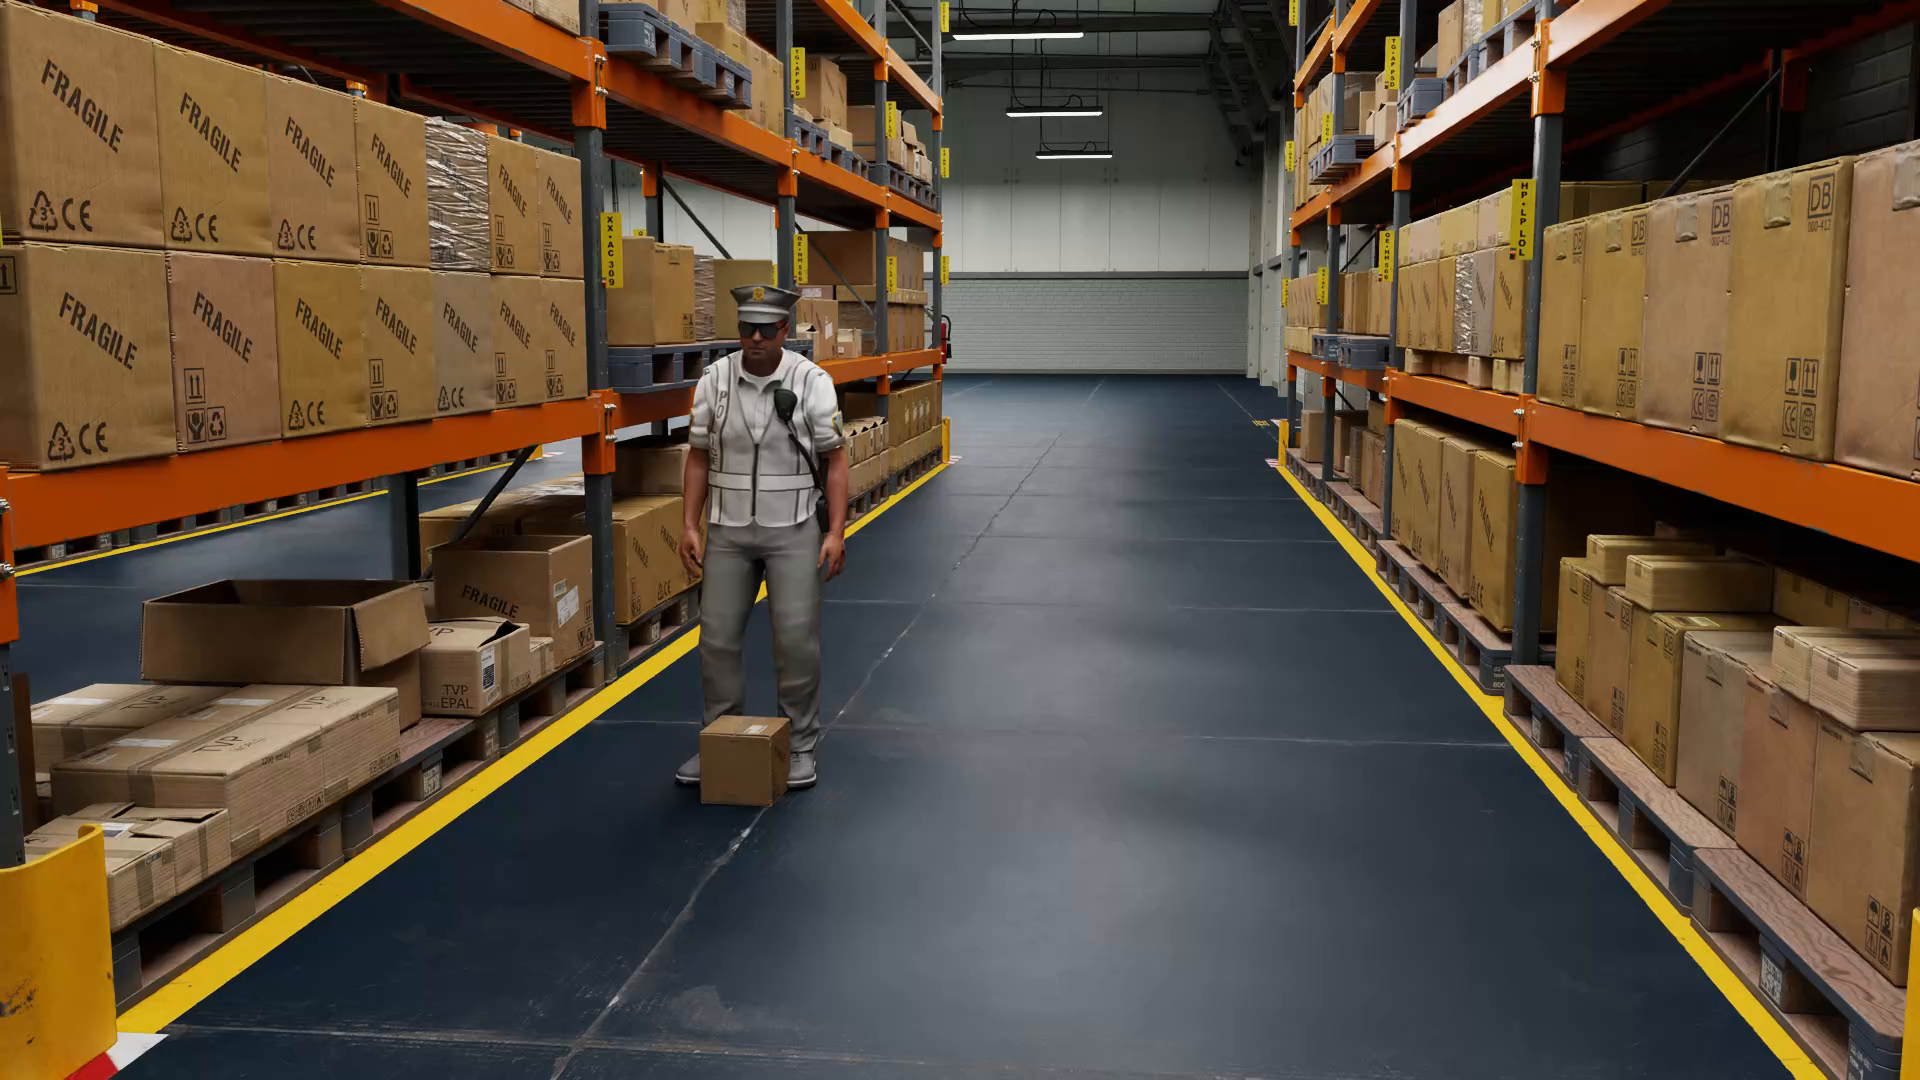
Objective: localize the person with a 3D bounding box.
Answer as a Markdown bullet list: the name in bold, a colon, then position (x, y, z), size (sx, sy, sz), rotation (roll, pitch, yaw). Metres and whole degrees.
- **person**: position (-0.694, -0.021, 5.906), size (0.605, 1.751, 0.428), rotation (1, 8, 7)
